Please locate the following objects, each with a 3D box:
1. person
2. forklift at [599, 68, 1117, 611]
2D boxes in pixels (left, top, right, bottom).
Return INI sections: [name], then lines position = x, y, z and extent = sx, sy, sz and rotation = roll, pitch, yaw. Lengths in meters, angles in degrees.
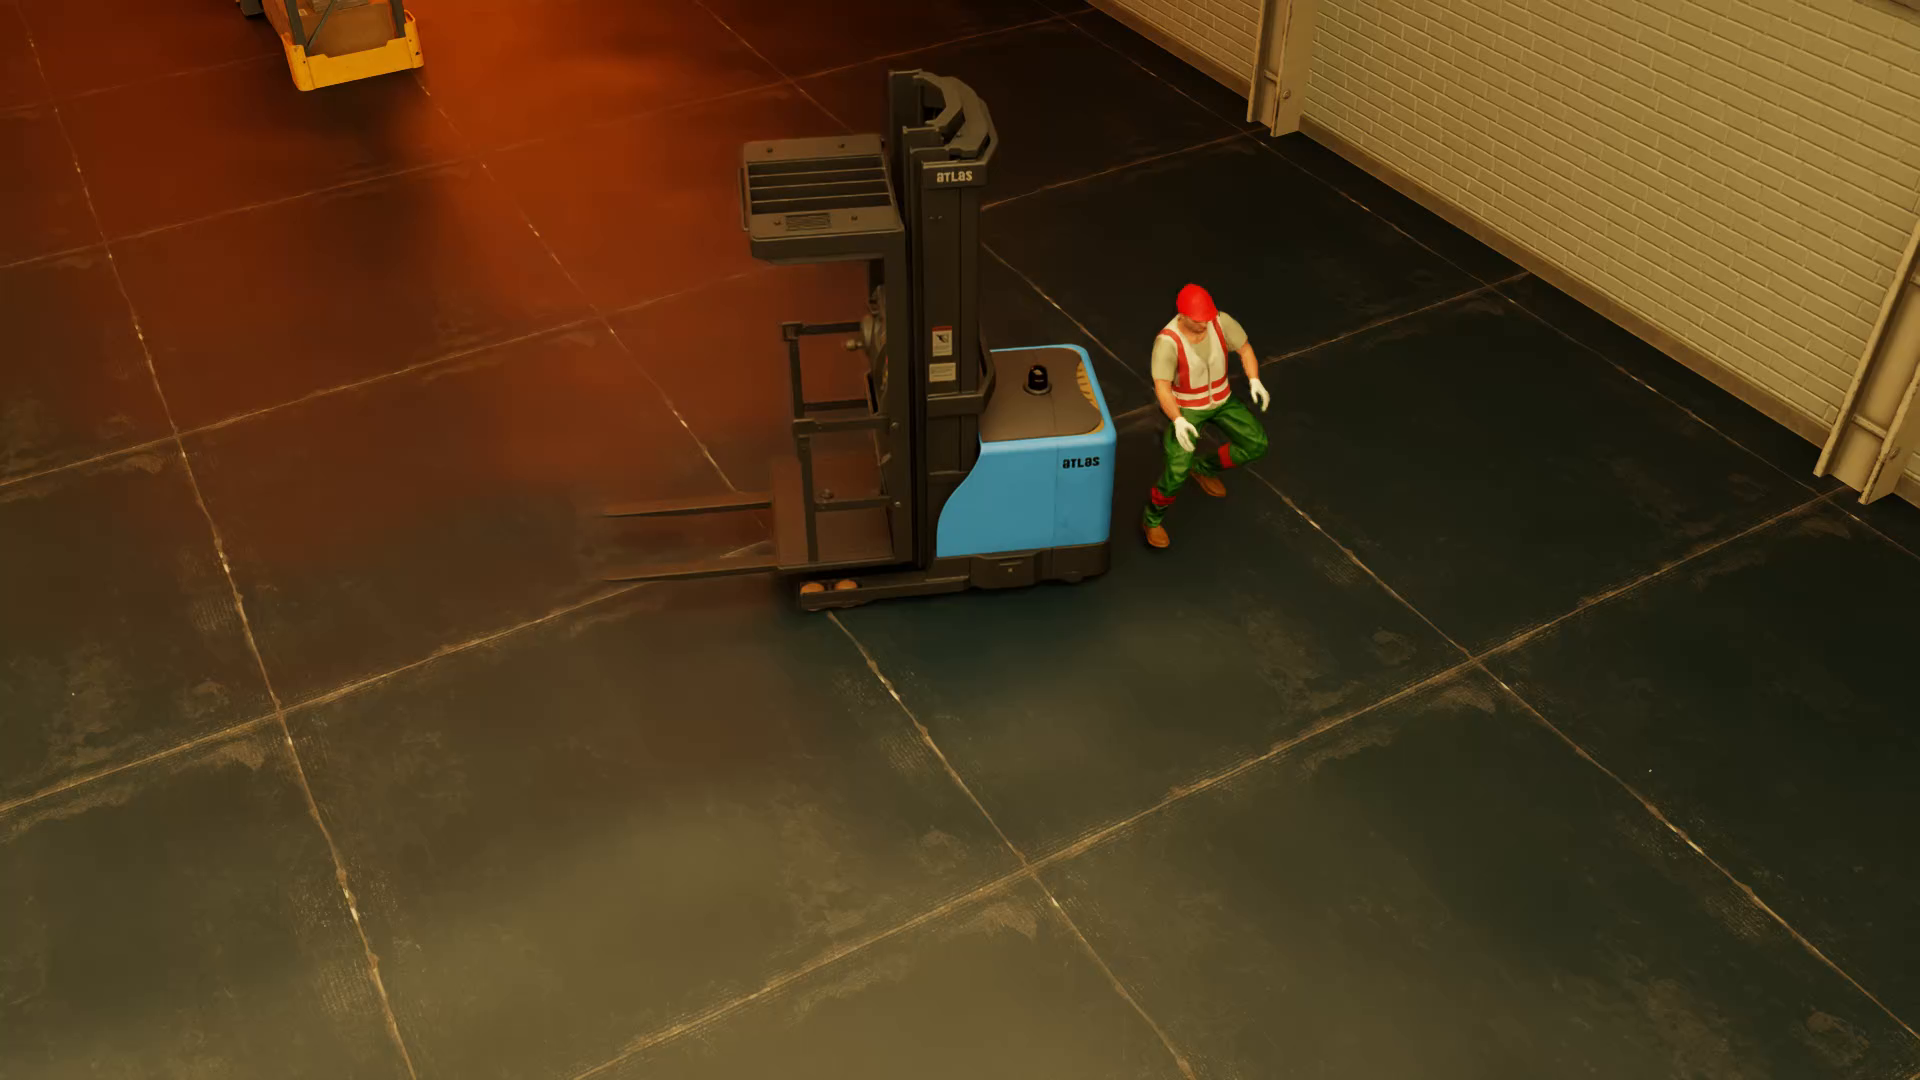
[person]
position = 1.465, -0.756, 9.938
extent = 0.803, 1.599, 0.740
rotation = -18, 43, -20
[forklift]
position = -0.654, -1.070, 9.327
extent = 3.031, 2.935, 1.130
rotation = -5, 40, -6
